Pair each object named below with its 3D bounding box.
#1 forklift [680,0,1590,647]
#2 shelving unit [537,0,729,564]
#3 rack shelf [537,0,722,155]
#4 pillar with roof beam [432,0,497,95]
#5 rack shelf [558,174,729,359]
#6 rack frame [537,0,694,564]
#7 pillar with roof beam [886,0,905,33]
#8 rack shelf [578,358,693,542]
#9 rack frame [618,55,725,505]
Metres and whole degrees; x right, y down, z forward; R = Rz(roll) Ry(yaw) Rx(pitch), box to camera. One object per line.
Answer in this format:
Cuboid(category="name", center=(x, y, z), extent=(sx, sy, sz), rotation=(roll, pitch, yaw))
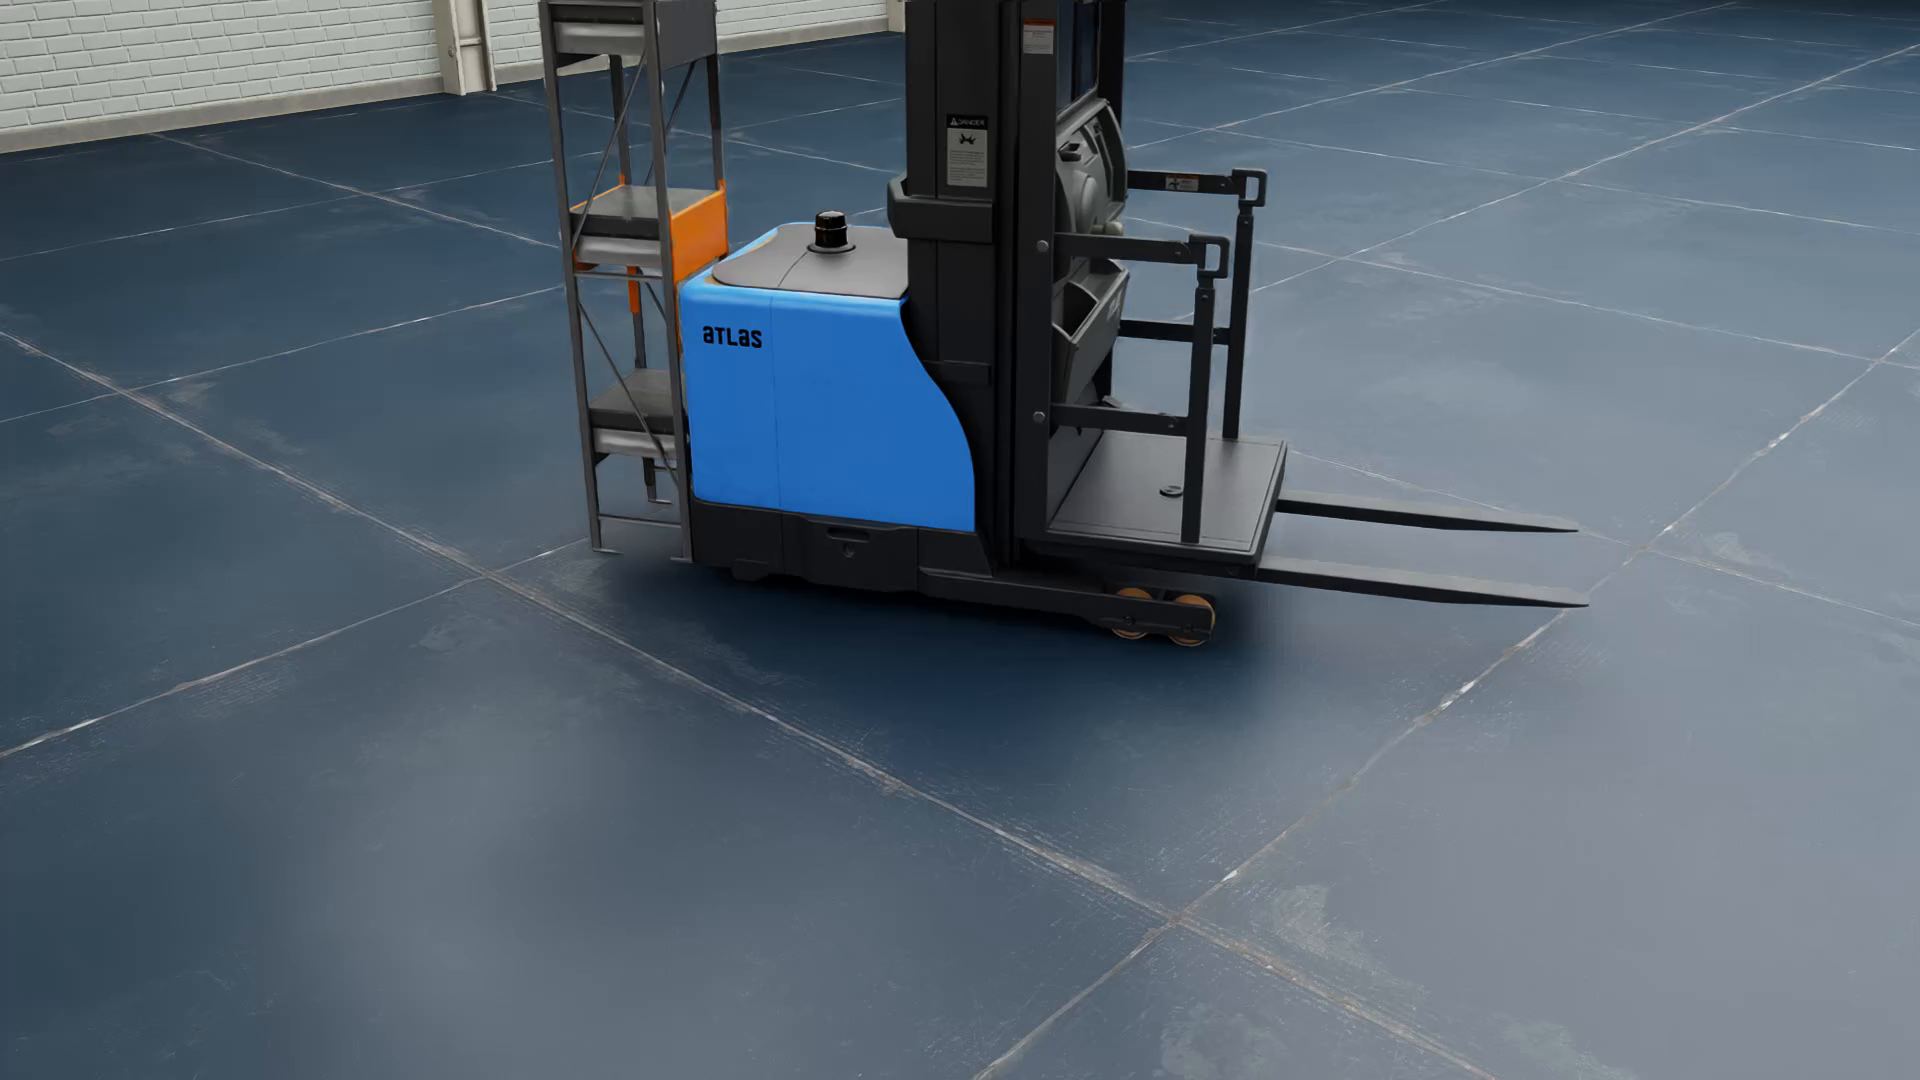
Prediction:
Cuboid(category="forklift", center=(0.622, -1.229, 5.408), extent=(3.031, 2.935, 1.130), rotation=(7, 25, 14))
Cuboid(category="shelving unit", center=(-1.102, -0.992, 5.897), extent=(0.431, 2.100, 0.503), rotation=(6, 25, 14))
Cuboid(category="rack shelf", center=(-1.102, -1.619, 5.616), extent=(0.431, 0.518, 0.480), rotation=(6, 25, 14))
Cuboid(category="pillar with roof beam", center=(-1.425, -7.175, 11.254), extent=(9.100, 9.000, 0.400), rotation=(20, 31, 38))
Cuboid(category="rack shelf", center=(-1.102, -0.980, 5.902), extent=(0.431, 0.518, 0.480), rotation=(6, 25, 14))
Cuboid(category="rack frame", center=(-1.166, -0.896, 5.682), extent=(0.400, 2.100, 0.015), rotation=(6, 25, 14))
Cuboid(category="pillar with roof beam", center=(2.579, -9.003, 15.331), extent=(9.100, 9.000, 0.400), rotation=(20, 31, 38))
Cuboid(category="rack shelf", center=(-1.102, -0.341, 6.189), extent=(0.431, 0.518, 0.480), rotation=(6, 25, 14))
Cuboid(category="rack frame", center=(-1.039, -1.089, 6.112), extent=(0.400, 2.100, 0.015), rotation=(6, 25, 14))
